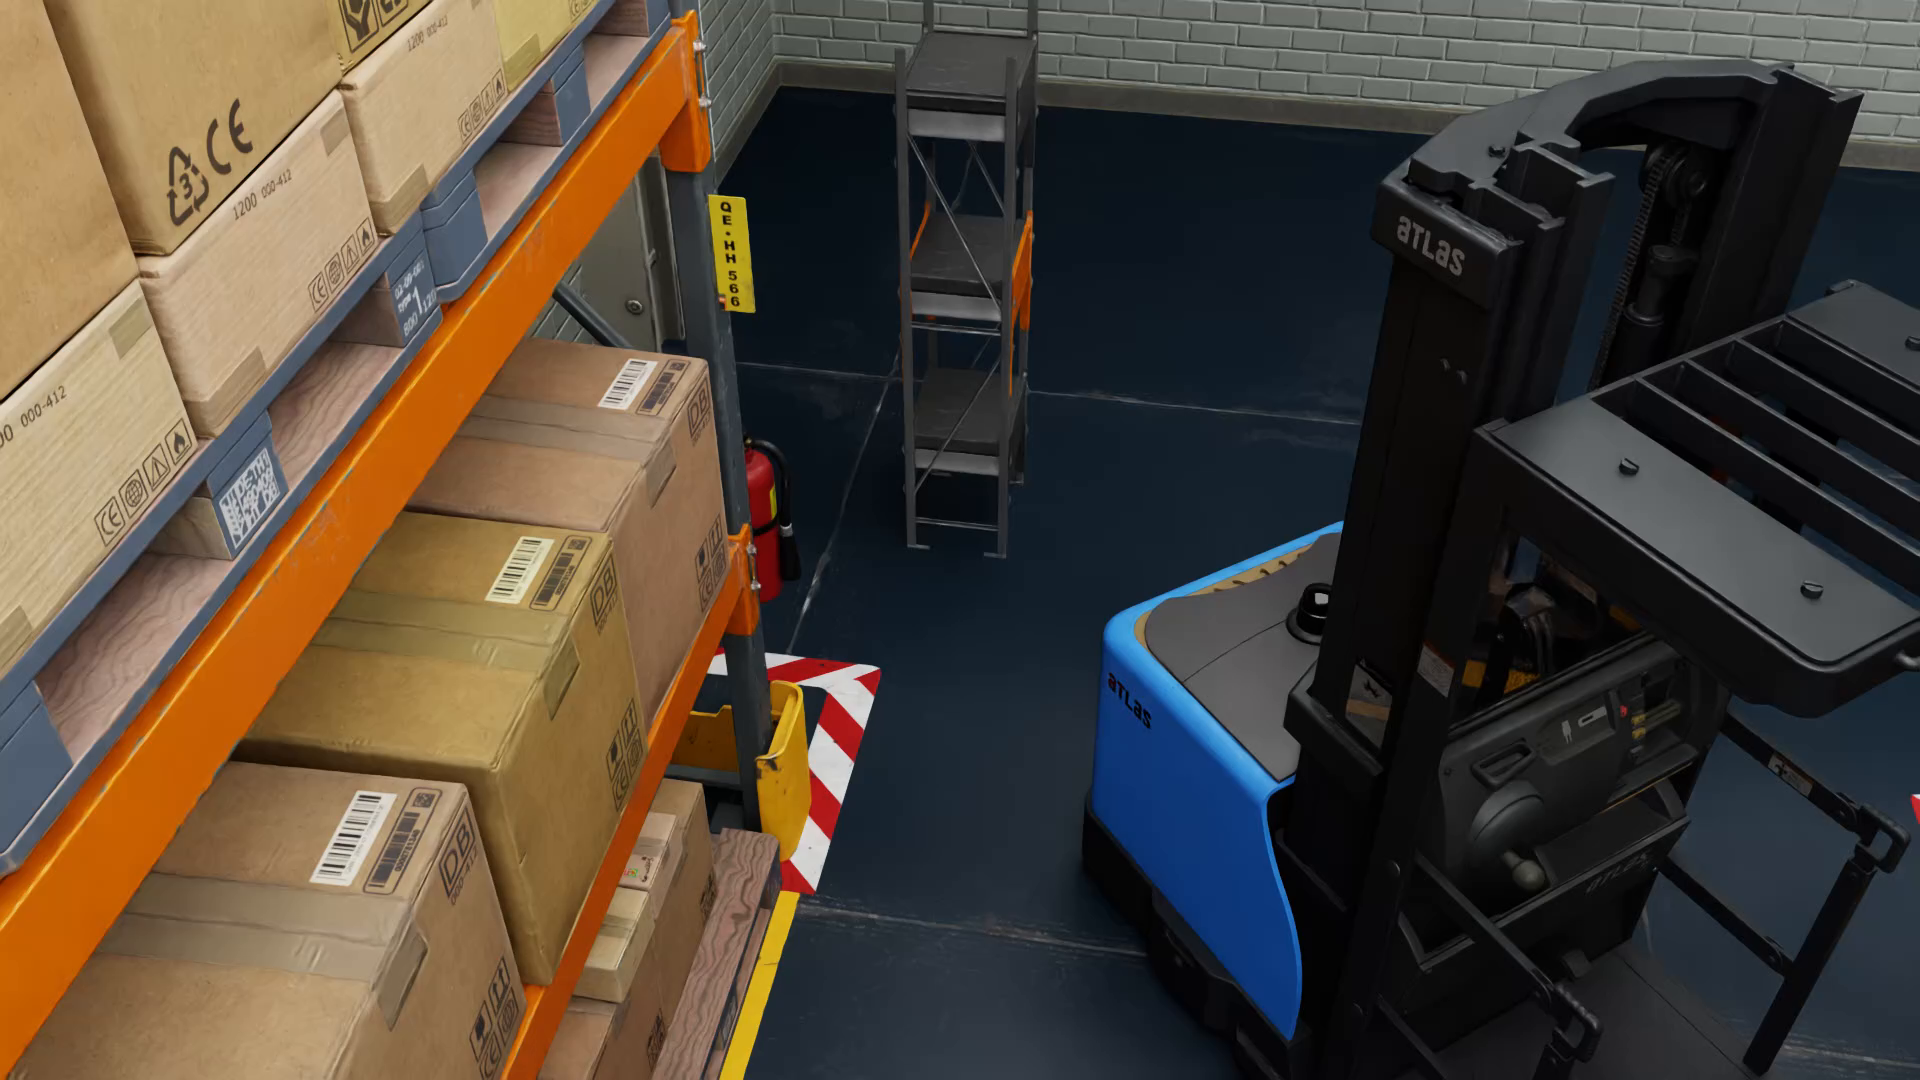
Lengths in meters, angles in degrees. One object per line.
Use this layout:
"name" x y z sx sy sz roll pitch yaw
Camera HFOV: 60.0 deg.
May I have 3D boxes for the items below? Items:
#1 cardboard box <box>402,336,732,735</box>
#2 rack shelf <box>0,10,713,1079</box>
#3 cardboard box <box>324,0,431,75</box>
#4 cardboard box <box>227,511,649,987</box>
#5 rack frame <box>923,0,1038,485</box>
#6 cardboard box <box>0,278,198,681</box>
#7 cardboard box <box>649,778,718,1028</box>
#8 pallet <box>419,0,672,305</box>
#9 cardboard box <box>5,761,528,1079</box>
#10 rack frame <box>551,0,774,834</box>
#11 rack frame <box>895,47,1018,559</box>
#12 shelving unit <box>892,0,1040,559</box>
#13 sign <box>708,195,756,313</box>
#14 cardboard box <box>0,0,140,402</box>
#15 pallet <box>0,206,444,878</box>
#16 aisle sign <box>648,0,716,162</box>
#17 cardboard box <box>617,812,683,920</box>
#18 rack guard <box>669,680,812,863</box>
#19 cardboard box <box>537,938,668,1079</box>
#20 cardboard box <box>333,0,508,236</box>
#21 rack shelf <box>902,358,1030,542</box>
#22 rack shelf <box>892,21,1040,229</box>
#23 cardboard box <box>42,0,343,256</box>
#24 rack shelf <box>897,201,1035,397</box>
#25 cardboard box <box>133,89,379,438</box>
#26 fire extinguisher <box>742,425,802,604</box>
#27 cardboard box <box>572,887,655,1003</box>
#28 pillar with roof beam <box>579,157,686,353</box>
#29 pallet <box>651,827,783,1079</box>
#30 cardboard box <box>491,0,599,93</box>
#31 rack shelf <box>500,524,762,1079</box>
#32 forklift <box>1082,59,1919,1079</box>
"cardboard box" -1.184 -0.039 4.207 0.980 0.700 0.700 8 40 10
"rack shelf" -1.451 0.132 2.447 1.077 0.370 4.000 6 40 8
"cardboard box" -1.061 -1.030 2.408 0.500 0.500 0.500 8 40 9
"cardboard box" -1.299 0.419 3.654 0.980 0.700 0.700 6 40 7
"rack frame" 0.071 -1.066 6.392 0.400 2.100 0.015 6 40 8
"cardboard box" -1.235 -0.078 1.846 0.500 0.250 0.500 5 40 6
"cardboard box" -1.128 1.008 4.809 0.700 0.500 0.500 6 40 8
"pallet" -1.223 -0.899 3.199 1.003 0.211 1.213 6 40 8
"cardboard box" -1.440 0.897 3.076 0.980 0.700 0.700 5 40 6
"rack frame" -1.105 -0.244 4.691 1.000 3.000 0.127 6 40 8
"rack frame" -0.014 -0.760 6.021 0.400 2.100 0.015 6 40 8
"shelving unit" 0.029 -0.913 6.207 0.431 2.100 0.503 6 40 8
"sign" -0.573 -0.713 4.164 0.100 0.325 0.005 6 40 8
"cardboard box" -1.235 -0.372 1.613 0.500 0.500 0.500 7 40 8
"pallet" -1.432 -0.132 2.271 1.003 0.211 1.213 6 40 8
"aisle sign" -0.797 -1.258 3.878 0.394 0.787 0.004 6 40 8
"cardboard box" -0.971 0.858 4.481 0.380 0.149 0.250 6 40 7
"rack guard" -1.101 0.704 5.506 1.175 0.500 0.348 6 40 8
"cardboard box" -1.214 1.322 4.430 0.700 0.500 0.500 6 40 8
"cardboard box" -1.060 -0.727 2.631 0.500 0.250 0.500 5 40 6
"rack shelf" 0.029 -0.363 6.661 0.431 0.518 0.480 6 40 8
"rack shelf" 0.029 -1.442 5.769 0.431 0.518 0.480 6 40 8
"cardboard box" -1.143 -0.701 2.011 0.500 0.500 0.500 5 40 6
"rack shelf" 0.029 -0.903 6.215 0.431 0.518 0.480 6 40 8
"cardboard box" -1.145 -0.400 2.236 0.500 0.250 0.500 5 40 6
"fire extinguisher" -0.625 -0.115 4.888 0.296 0.674 0.183 6 40 8
"cardboard box" -1.014 1.019 4.287 0.380 0.149 0.250 7 40 9
"pillar with roof beam" 2.750 -3.872 4.371 9.100 9.000 0.400 6 40 8
"pallet" -1.167 1.341 4.963 1.003 0.211 1.213 6 40 8
"cardboard box" -0.971 -1.054 3.026 0.500 0.250 0.500 8 40 9
"rack shelf" -1.451 1.288 3.403 1.077 0.370 4.000 6 40 8
"forklift" 1.576 0.578 3.751 1.130 2.935 3.031 -21 44 -23
